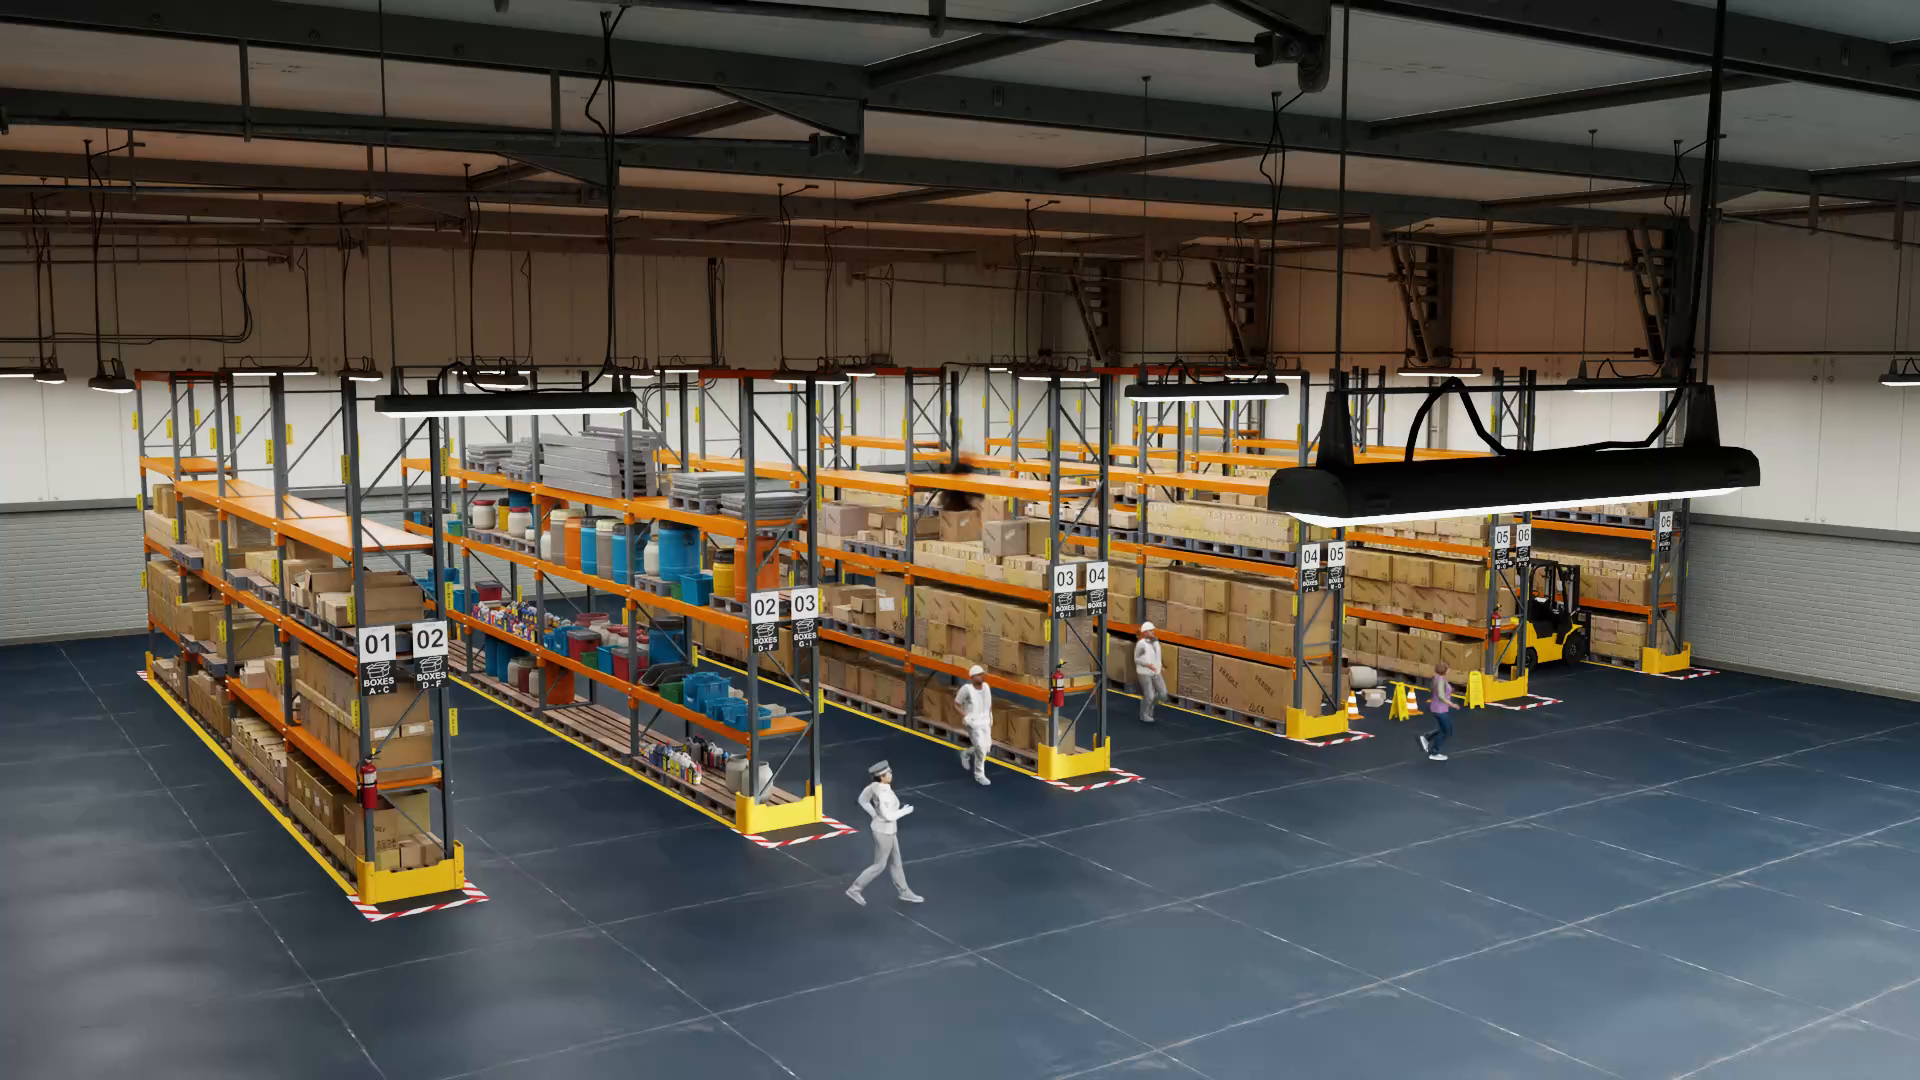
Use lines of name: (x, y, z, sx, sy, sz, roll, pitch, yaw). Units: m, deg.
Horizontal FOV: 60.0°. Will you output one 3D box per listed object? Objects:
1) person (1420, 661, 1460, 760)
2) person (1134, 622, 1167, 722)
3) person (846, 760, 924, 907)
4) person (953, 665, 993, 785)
person: (7.460, 2.691, 25.842, 0.571, 1.458, 0.590, 1, 7, 12)
person: (3.275, 2.249, 28.376, 0.635, 1.702, 0.564, -5, 8, -35)
person: (-0.857, 3.326, 18.879, 0.910, 1.688, 0.610, -1, 7, -10)
person: (0.196, 2.698, 24.536, 0.685, 1.743, 0.708, -6, 9, -42)
